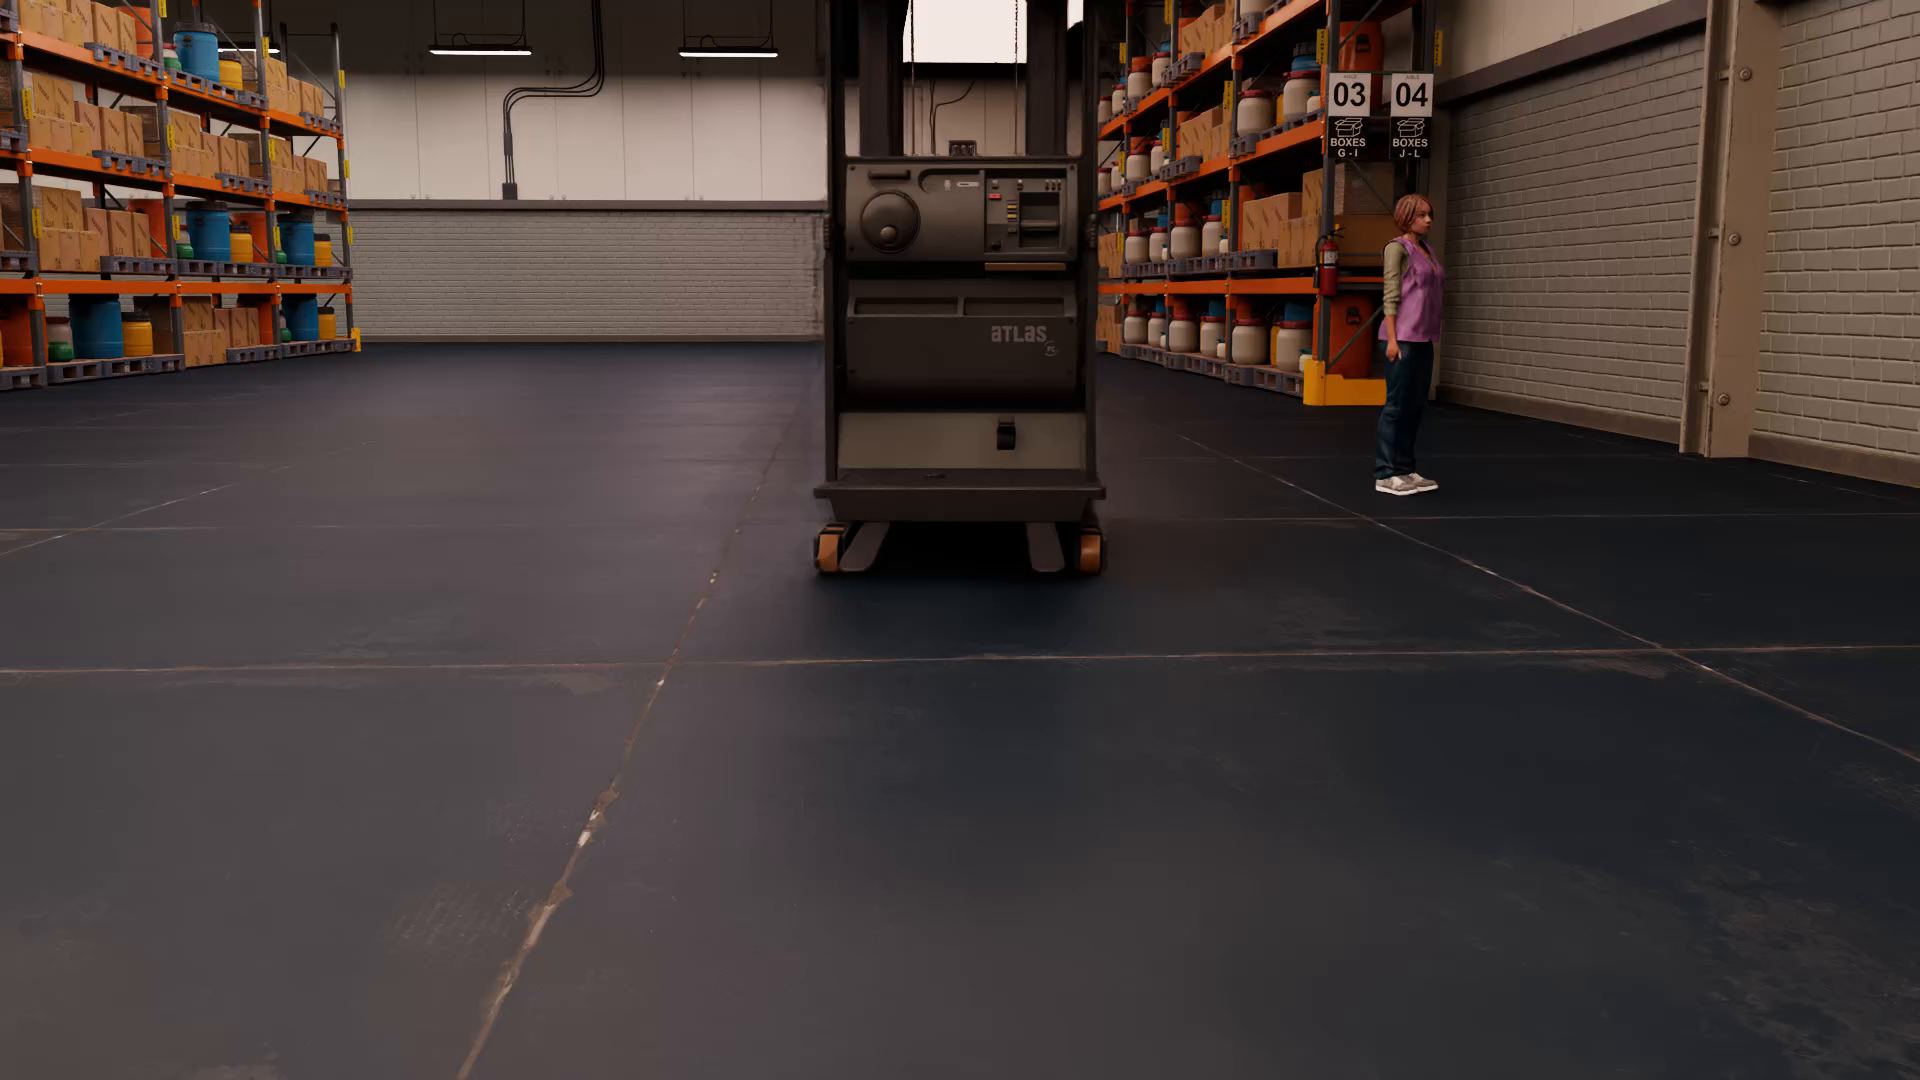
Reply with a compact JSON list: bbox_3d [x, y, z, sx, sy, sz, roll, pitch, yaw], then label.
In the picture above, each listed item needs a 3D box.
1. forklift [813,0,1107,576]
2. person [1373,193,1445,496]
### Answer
[{"bbox_3d":[0.006,-1.356,6.465,1.130,2.935,3.031,0,8,1],"label":"forklift"},{"bbox_3d":[2.430,-1.055,8.971,0.319,1.603,0.422,8,12,43],"label":"person"}]
